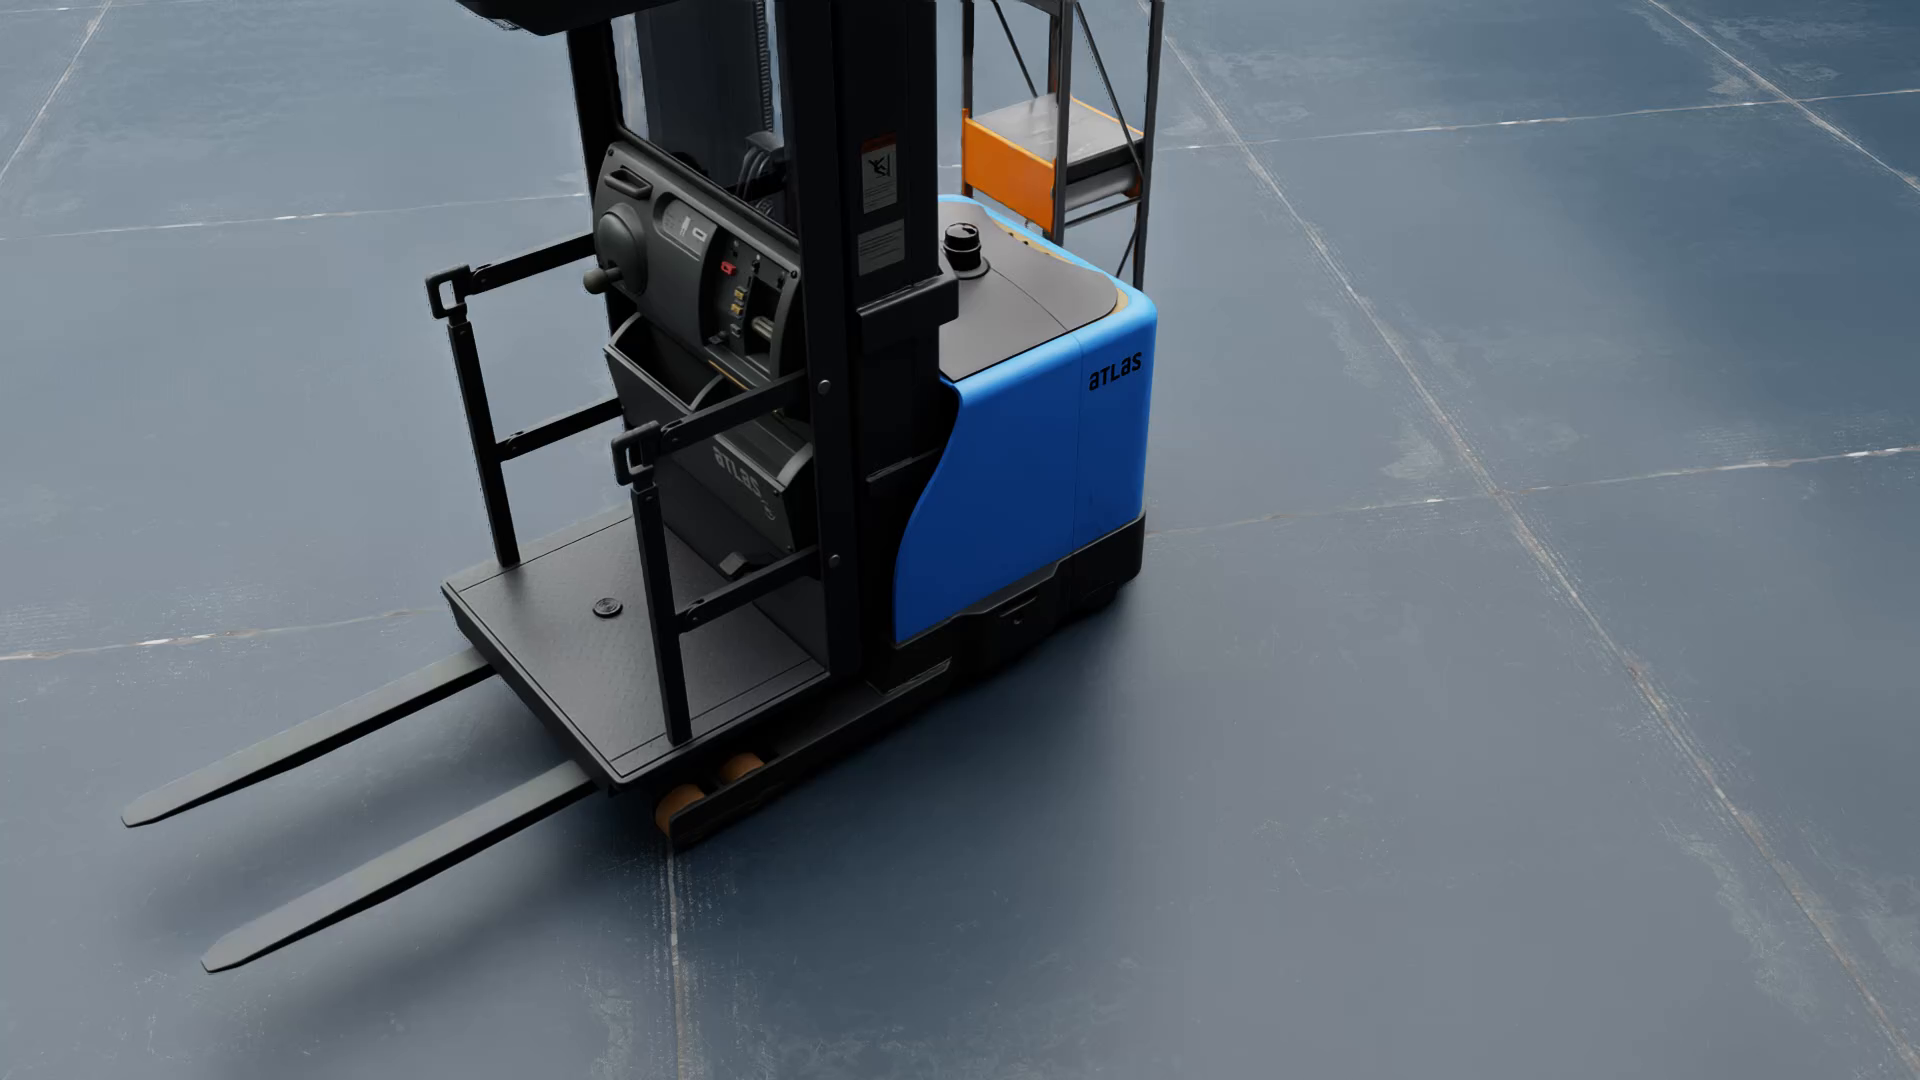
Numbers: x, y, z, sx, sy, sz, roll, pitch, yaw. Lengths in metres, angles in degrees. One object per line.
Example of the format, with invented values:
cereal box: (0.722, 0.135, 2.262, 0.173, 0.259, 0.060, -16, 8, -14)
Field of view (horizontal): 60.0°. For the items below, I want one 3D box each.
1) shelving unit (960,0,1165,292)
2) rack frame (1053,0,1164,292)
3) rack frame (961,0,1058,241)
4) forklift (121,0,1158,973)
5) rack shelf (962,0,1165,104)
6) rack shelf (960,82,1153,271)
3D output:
shelving unit: (0.315, -1.179, 5.556, 0.431, 2.100, 0.503, -25, 44, -28)
rack frame: (0.461, -1.059, 5.402, 0.400, 2.100, 0.015, -25, 44, -28)
rack frame: (0.169, -1.299, 5.710, 0.400, 2.100, 0.015, -25, 44, -28)
forklift: (-0.860, -0.675, 4.230, 3.031, 2.935, 1.130, -27, 45, -30)
rack shelf: (0.315, -1.721, 5.135, 0.431, 0.518, 0.480, -25, 44, -28)
rack shelf: (0.315, -1.168, 5.565, 0.431, 0.518, 0.480, -25, 44, -28)
